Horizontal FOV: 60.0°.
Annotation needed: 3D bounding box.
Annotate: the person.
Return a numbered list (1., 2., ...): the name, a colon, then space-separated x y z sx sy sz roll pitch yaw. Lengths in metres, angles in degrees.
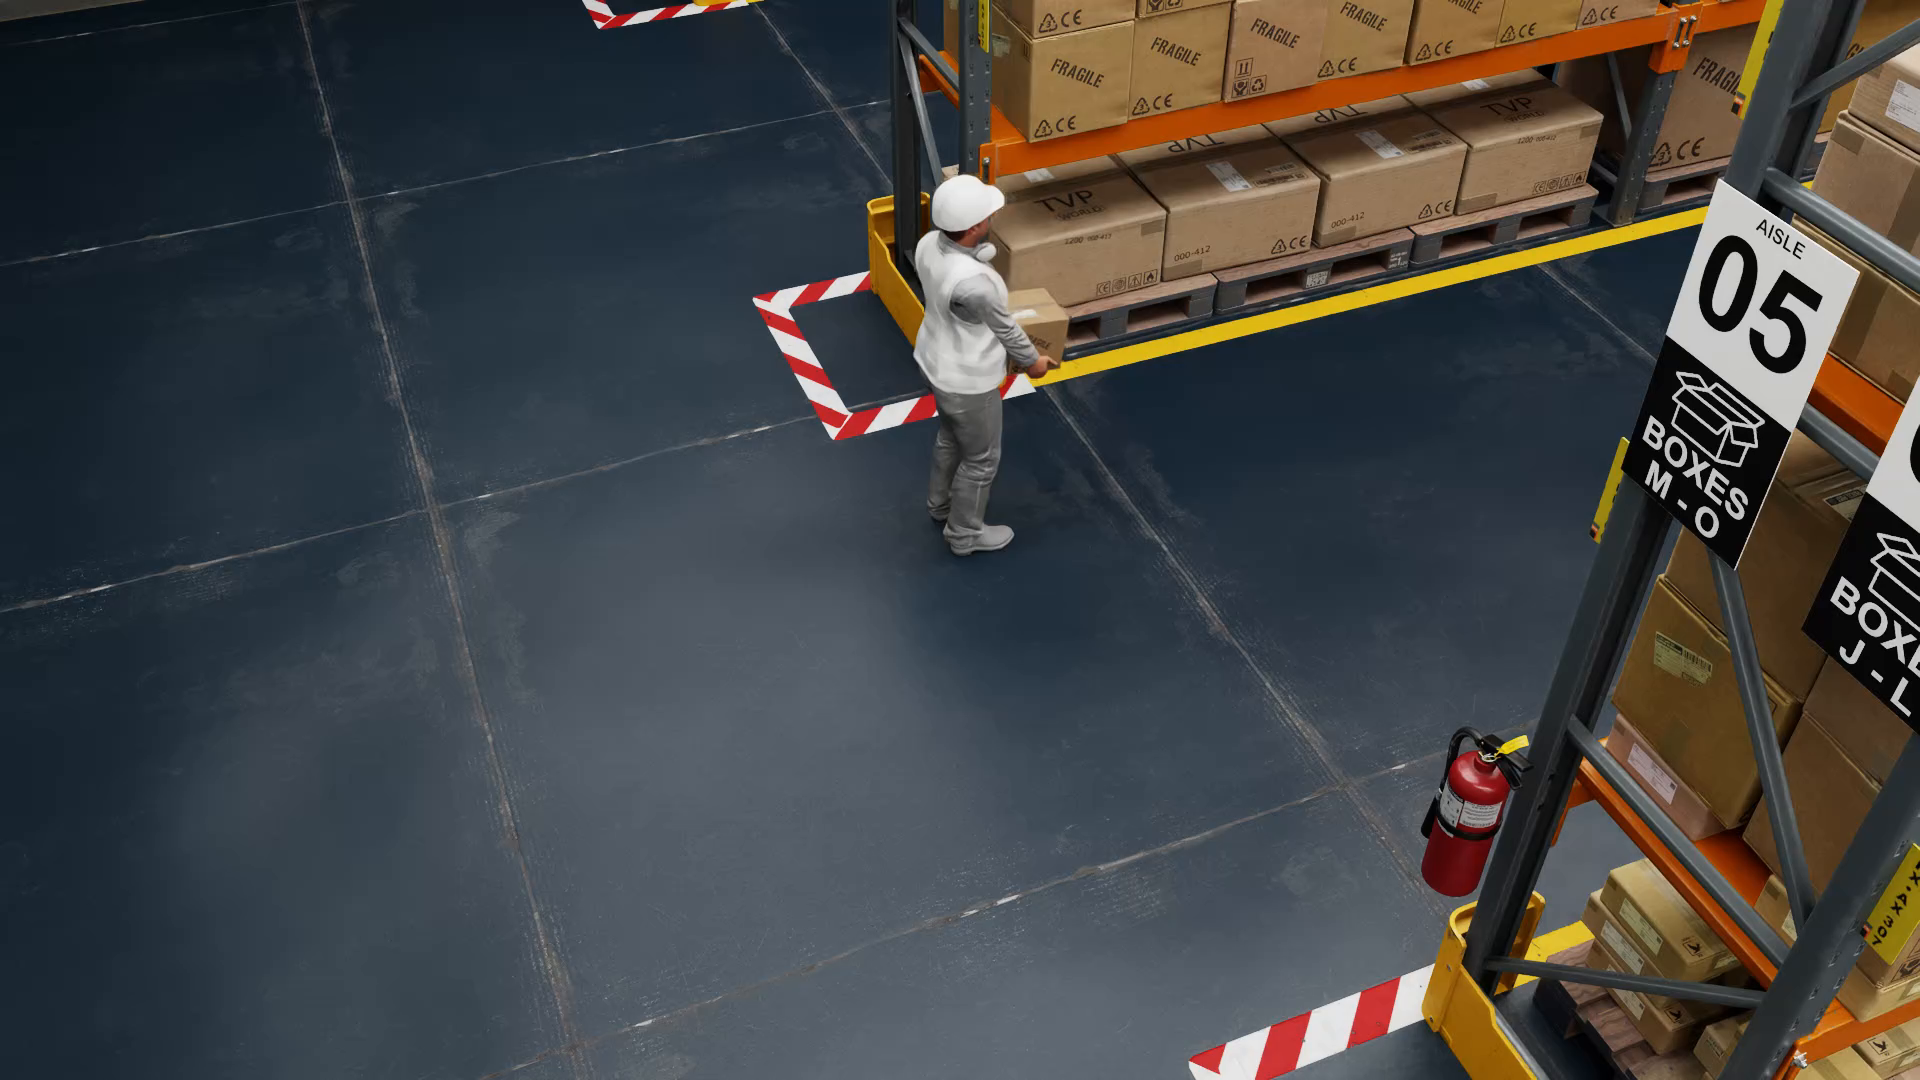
1. person: 0.094 -0.749 6.991 0.552 1.772 0.495 -16 44 -17
